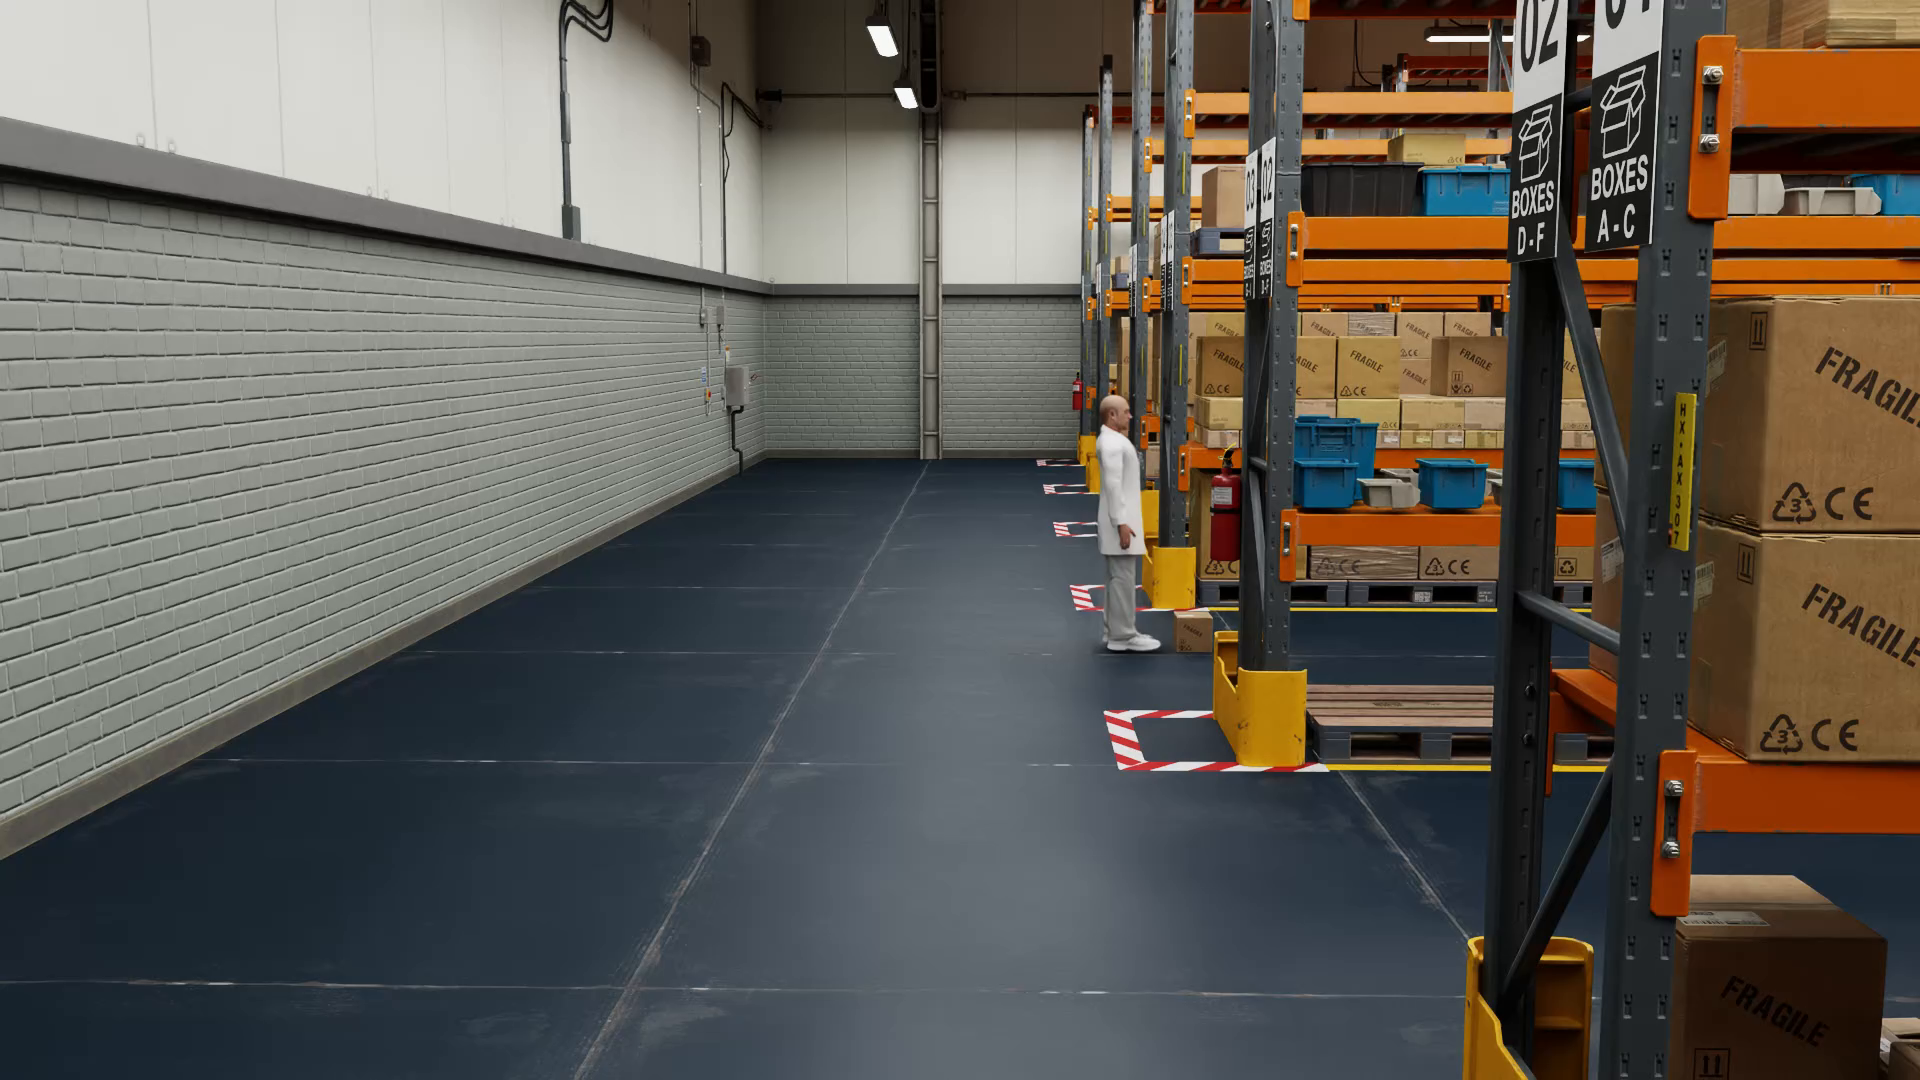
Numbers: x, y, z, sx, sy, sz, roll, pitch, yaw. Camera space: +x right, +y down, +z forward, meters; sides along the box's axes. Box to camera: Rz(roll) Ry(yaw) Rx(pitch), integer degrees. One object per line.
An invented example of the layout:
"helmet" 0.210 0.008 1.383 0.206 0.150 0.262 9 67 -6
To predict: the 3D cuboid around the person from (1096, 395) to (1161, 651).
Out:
"person" 1.180 -0.120 11.680 0.463 1.791 0.619 0 7 1
